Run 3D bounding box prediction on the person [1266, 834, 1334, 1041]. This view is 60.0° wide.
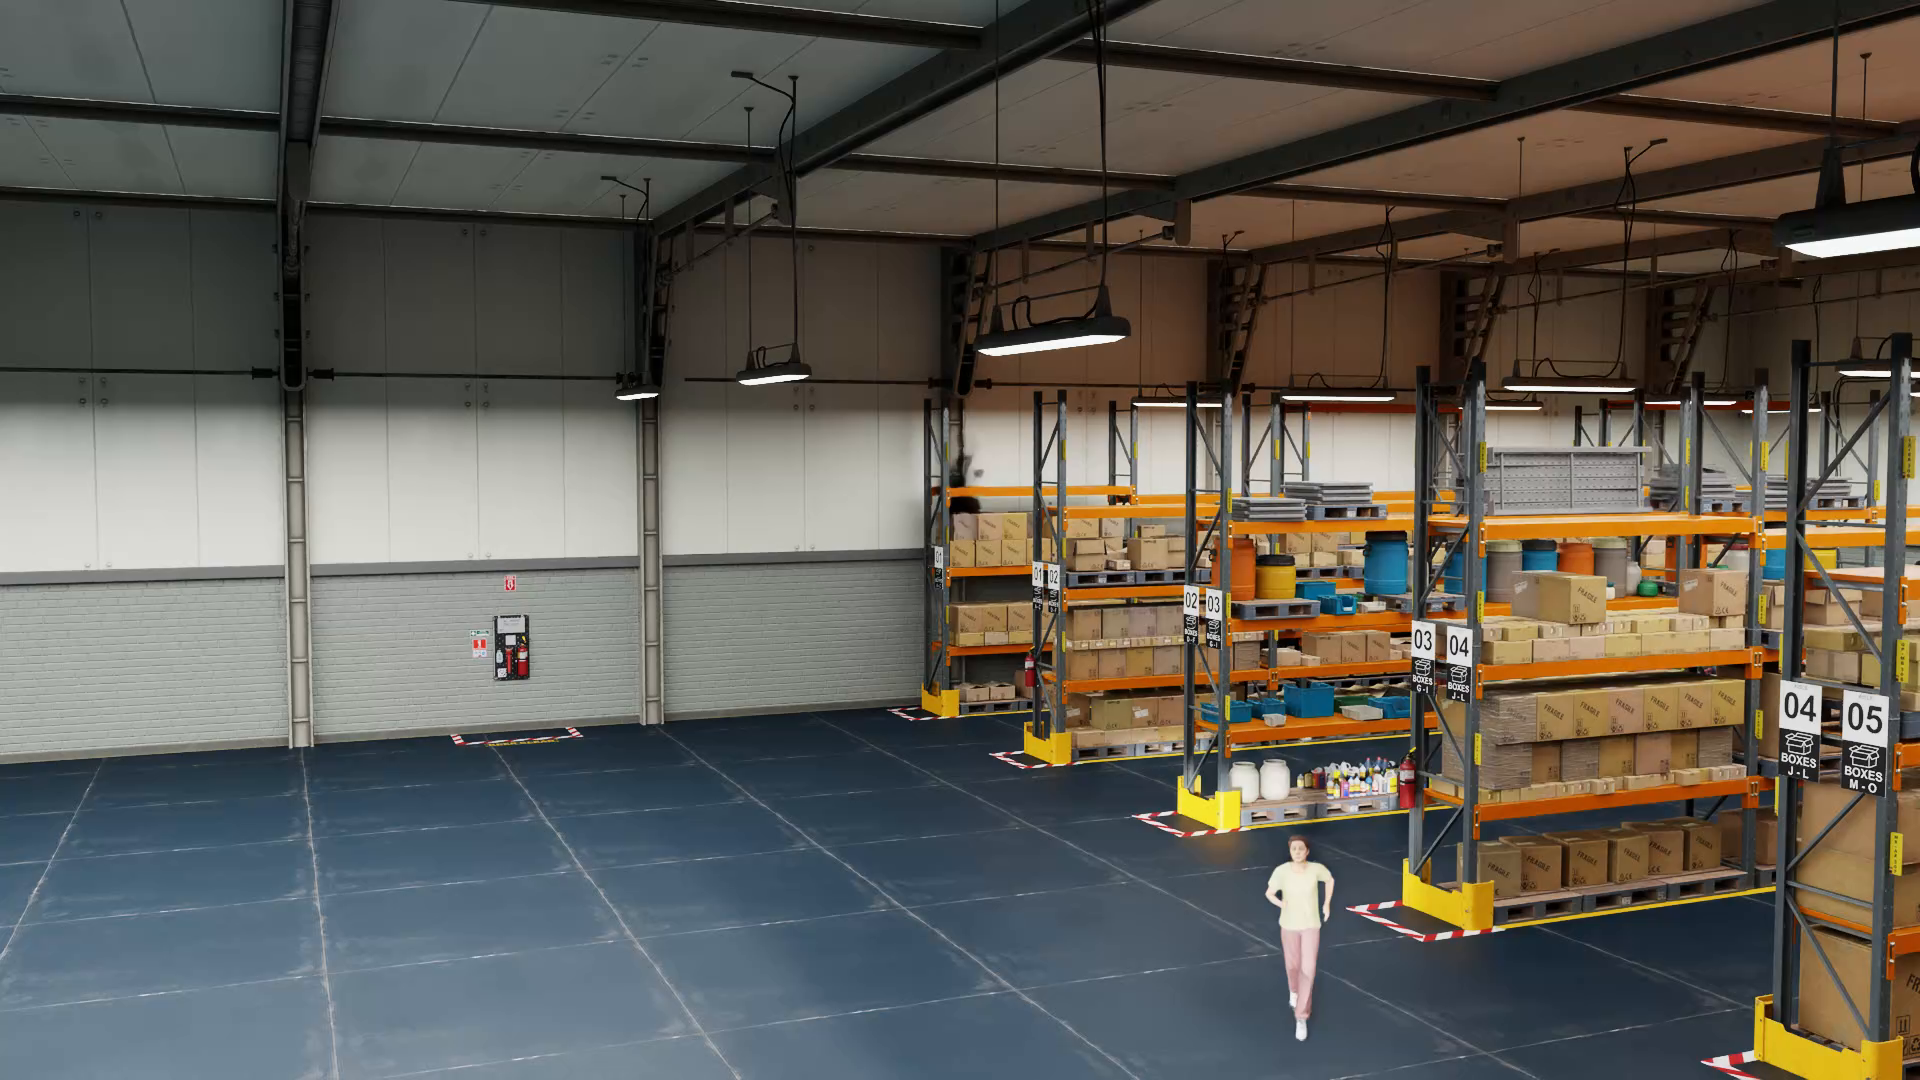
[{"bbox_3d":[3.008,3.455,14.769,0.585,1.695,0.920,1,3,16],"label":"person"}]

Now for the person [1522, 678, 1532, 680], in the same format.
[{"bbox_3d":[9.401,2.657,27.583,0.923,1.752,0.699,-2,4,-36],"label":"person"}]
